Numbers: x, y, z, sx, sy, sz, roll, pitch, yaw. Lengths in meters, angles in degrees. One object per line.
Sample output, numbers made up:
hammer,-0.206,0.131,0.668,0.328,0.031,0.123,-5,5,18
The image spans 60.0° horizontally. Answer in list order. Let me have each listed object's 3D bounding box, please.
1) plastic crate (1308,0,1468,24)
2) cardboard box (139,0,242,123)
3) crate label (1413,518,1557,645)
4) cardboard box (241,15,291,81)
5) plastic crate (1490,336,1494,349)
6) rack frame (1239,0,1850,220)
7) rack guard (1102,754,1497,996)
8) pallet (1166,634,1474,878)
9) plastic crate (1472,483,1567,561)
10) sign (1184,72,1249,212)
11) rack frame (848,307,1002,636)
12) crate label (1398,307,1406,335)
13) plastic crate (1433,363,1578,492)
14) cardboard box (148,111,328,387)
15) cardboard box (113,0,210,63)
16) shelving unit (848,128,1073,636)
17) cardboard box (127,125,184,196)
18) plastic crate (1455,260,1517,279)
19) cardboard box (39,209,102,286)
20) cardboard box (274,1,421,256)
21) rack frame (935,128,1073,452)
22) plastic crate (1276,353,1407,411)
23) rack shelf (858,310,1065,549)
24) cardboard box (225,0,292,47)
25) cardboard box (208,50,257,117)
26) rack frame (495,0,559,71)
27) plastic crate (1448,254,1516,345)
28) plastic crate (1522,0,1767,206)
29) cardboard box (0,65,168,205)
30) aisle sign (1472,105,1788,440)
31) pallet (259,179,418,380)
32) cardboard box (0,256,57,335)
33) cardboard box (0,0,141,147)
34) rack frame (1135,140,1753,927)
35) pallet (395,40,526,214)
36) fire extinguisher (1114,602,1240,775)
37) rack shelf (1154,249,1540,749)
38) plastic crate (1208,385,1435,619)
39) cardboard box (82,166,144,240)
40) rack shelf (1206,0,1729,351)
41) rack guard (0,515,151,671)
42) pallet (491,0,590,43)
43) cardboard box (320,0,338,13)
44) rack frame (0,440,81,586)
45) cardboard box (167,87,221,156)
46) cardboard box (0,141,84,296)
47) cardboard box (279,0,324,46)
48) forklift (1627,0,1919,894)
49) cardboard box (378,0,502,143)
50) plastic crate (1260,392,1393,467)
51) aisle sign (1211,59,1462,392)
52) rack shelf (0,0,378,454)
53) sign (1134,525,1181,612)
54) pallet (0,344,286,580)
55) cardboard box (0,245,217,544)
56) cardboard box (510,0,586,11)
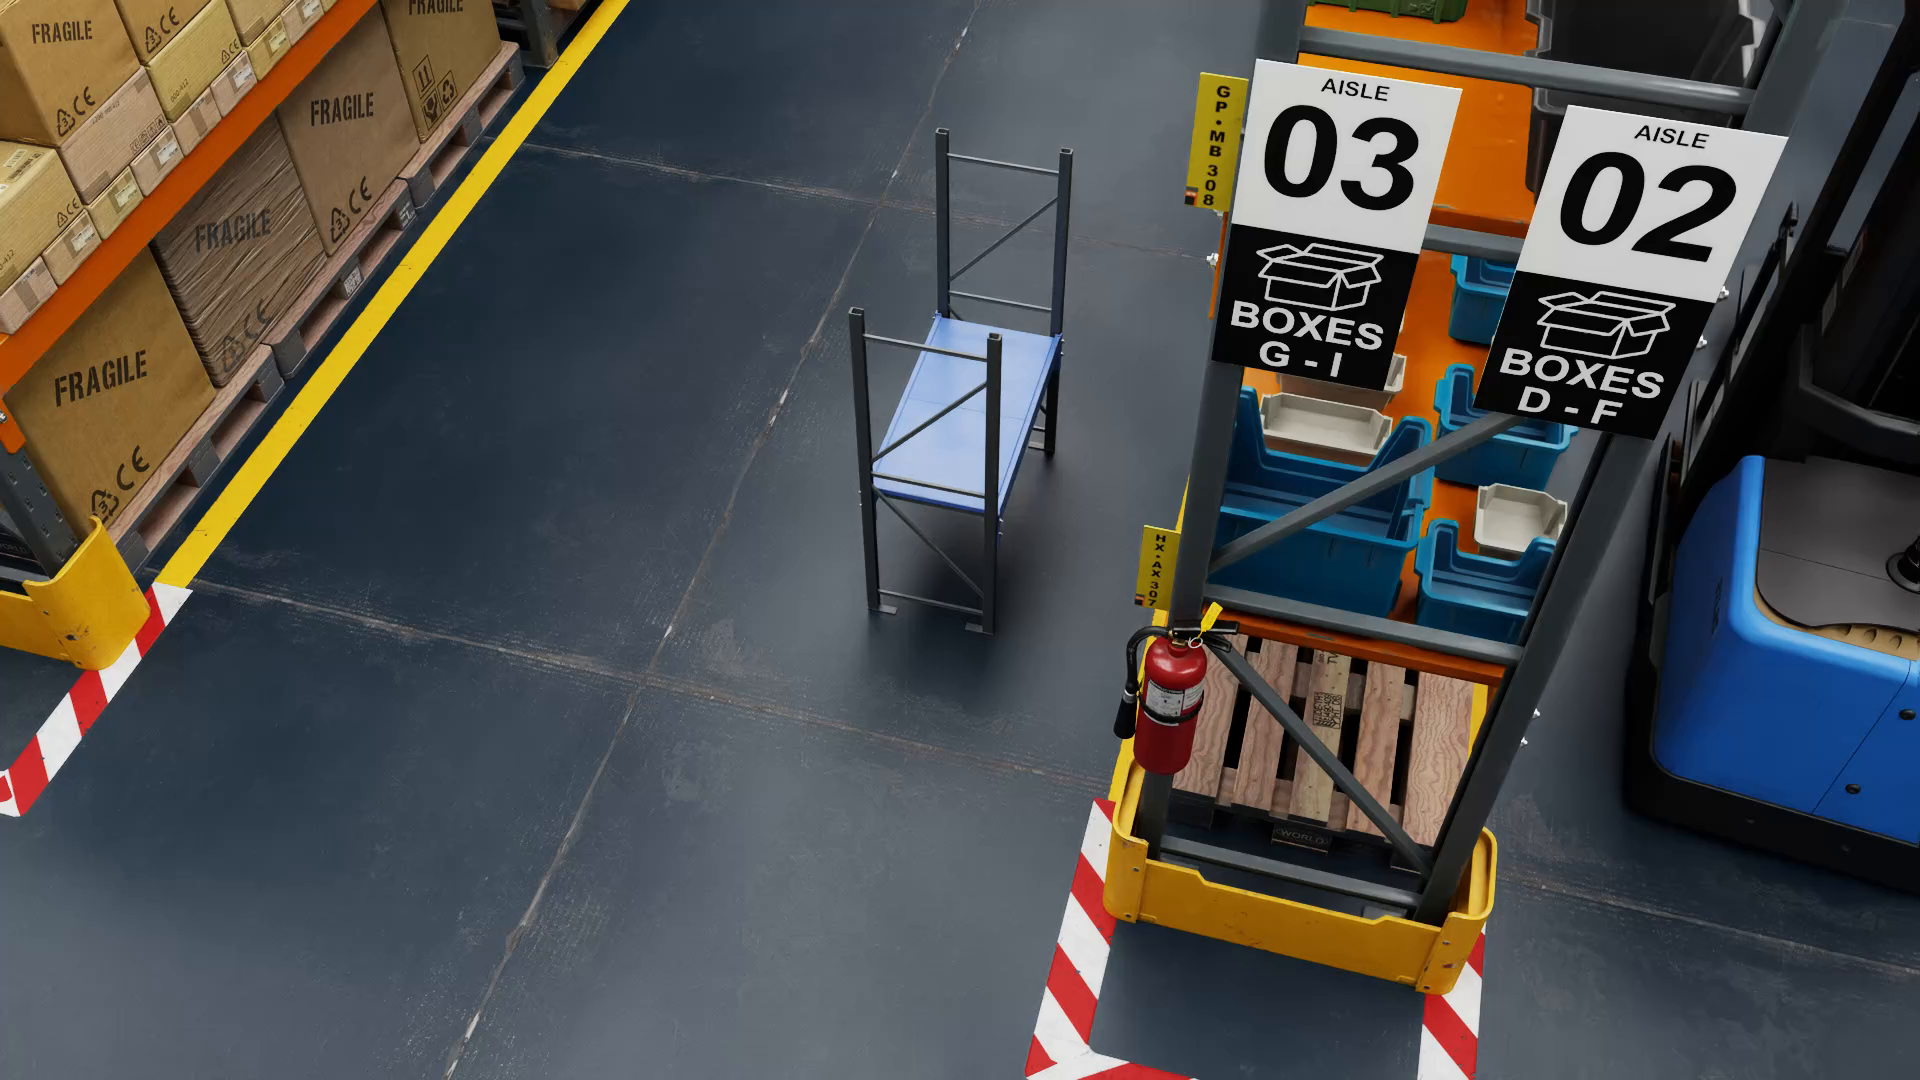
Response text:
plastic crate,1.052,-1.462,4.099,0.450,0.188,0.336,12,50,10
cardboard box,-3.057,-1.830,6.185,0.500,0.250,0.500,10,49,9
crate label,1.451,0.152,4.605,0.416,0.233,0.303,12,50,10
cardboard box,-2.895,-1.968,6.573,0.380,0.149,0.250,10,49,9
plastic crate,1.793,-0.522,5.265,0.250,0.136,0.298,12,50,10
rack frame,1.068,-1.755,2.215,1.000,3.000,0.127,12,50,10
rack guard,1.074,1.078,5.384,1.175,0.500,0.348,12,50,10
pallet,1.323,0.564,6.030,1.003,0.211,1.213,12,50,10
plastic crate,1.615,-0.031,4.832,0.250,0.136,0.298,12,50,10
sign,0.533,-0.824,3.465,0.100,0.325,0.005,12,50,10
rack frame,-0.111,-0.190,5.836,0.500,1.500,0.032,12,50,10
crate label,1.248,-0.741,5.458,0.396,0.136,0.243,12,50,10
plastic crate,1.624,-0.324,5.026,0.416,0.233,0.300,12,50,10
cardboard box,-3.379,-1.320,6.970,0.875,0.875,0.875,12,50,10
cardboard box,-3.061,-2.075,5.901,0.500,0.500,0.500,10,49,9
shelving unit,0.022,-0.558,6.161,0.538,1.500,1.048,12,50,10
cardboard box,-3.098,-1.415,6.085,0.380,0.149,0.250,11,49,9
plastic crate,1.876,-1.017,5.637,0.416,0.233,0.300,12,50,10
cardboard box,-3.232,-1.041,5.755,0.380,0.149,0.250,11,49,9
cardboard box,-3.145,-1.963,7.538,0.875,0.875,0.875,12,50,10
rack frame,0.156,-0.926,6.486,0.500,1.500,0.032,12,50,10
plastic crate,1.198,-0.534,5.276,0.396,0.136,0.243,12,50,10
rack shelf,0.022,-0.439,6.296,0.538,0.185,1.000,12,50,10
cardboard box,-2.925,-2.208,6.519,0.500,0.250,0.500,11,49,9
cardboard box,-2.962,-1.786,6.412,0.380,0.149,0.250,11,50,10
rack frame,-2.657,-3.640,7.881,1.000,3.000,0.127,12,50,10
plastic crate,1.797,-0.800,5.446,0.416,0.233,0.300,12,50,10
plastic crate,1.438,-0.942,3.586,0.497,0.269,0.590,12,50,10
cardboard box,-3.193,-1.467,5.864,0.500,0.250,0.500,11,49,10
aisle sign,1.336,-0.519,3.392,0.394,0.787,0.004,12,50,10
pallet,-3.252,-1.298,7.673,1.003,0.211,1.213,12,50,10
cardboard box,-3.298,-0.855,5.591,0.380,0.149,0.250,12,50,10
cardboard box,-3.192,-1.699,5.570,0.500,0.500,0.500,10,49,9
rack frame,1.068,0.231,4.465,1.000,3.000,0.127,12,50,10
pallet,-2.933,-2.183,8.455,1.003,0.211,1.213,12,50,10
fire extinguisher,0.590,0.399,4.616,0.296,0.674,0.183,12,50,10
rack shelf,1.594,-0.978,6.011,1.077,0.370,4.000,12,50,10
plastic crate,0.976,-0.080,4.675,0.616,0.435,0.499,12,50,10
cardboard box,-3.165,-1.227,5.918,0.380,0.149,0.250,11,49,9
rack shelf,1.594,-1.971,4.887,1.077,0.370,4.000,12,50,10
rack guard,-3.717,0.098,6.249,1.175,0.500,0.348,12,50,10
pallet,-2.527,-3.290,9.432,1.003,0.211,1.213,12,50,10
cardboard box,-2.760,-2.342,6.903,0.380,0.149,0.250,11,49,9
rack frame,-3.710,-0.747,5.327,1.000,3.000,0.127,12,50,10
cardboard box,-3.030,-1.599,6.247,0.380,0.149,0.250,11,49,9
cardboard box,-3.323,-1.090,5.531,0.500,0.250,0.500,10,49,9
cardboard box,-2.828,-2.158,6.741,0.380,0.149,0.250,12,50,11
forklift,3.325,-0.918,5.524,1.130,2.935,3.031,16,50,13
cardboard box,-2.908,-2.614,8.113,0.875,0.875,0.875,12,50,10
plastic crate,1.108,-0.328,5.093,0.396,0.136,0.243,12,50,10
aisle sign,0.766,-0.635,3.495,0.394,0.787,0.004,12,50,10
rack shelf,-3.184,-1.955,6.874,1.077,0.370,4.000,12,50,10
sign,0.533,0.080,4.489,0.100,0.325,0.005,12,50,10
pallet,-3.575,-0.418,6.897,1.003,0.211,1.213,12,50,10
cardboard box,-3.619,-0.661,6.389,0.875,0.875,0.875,12,50,10
cardboard box,-2.508,-3.543,8.932,1.225,0.875,0.875,12,50,10
